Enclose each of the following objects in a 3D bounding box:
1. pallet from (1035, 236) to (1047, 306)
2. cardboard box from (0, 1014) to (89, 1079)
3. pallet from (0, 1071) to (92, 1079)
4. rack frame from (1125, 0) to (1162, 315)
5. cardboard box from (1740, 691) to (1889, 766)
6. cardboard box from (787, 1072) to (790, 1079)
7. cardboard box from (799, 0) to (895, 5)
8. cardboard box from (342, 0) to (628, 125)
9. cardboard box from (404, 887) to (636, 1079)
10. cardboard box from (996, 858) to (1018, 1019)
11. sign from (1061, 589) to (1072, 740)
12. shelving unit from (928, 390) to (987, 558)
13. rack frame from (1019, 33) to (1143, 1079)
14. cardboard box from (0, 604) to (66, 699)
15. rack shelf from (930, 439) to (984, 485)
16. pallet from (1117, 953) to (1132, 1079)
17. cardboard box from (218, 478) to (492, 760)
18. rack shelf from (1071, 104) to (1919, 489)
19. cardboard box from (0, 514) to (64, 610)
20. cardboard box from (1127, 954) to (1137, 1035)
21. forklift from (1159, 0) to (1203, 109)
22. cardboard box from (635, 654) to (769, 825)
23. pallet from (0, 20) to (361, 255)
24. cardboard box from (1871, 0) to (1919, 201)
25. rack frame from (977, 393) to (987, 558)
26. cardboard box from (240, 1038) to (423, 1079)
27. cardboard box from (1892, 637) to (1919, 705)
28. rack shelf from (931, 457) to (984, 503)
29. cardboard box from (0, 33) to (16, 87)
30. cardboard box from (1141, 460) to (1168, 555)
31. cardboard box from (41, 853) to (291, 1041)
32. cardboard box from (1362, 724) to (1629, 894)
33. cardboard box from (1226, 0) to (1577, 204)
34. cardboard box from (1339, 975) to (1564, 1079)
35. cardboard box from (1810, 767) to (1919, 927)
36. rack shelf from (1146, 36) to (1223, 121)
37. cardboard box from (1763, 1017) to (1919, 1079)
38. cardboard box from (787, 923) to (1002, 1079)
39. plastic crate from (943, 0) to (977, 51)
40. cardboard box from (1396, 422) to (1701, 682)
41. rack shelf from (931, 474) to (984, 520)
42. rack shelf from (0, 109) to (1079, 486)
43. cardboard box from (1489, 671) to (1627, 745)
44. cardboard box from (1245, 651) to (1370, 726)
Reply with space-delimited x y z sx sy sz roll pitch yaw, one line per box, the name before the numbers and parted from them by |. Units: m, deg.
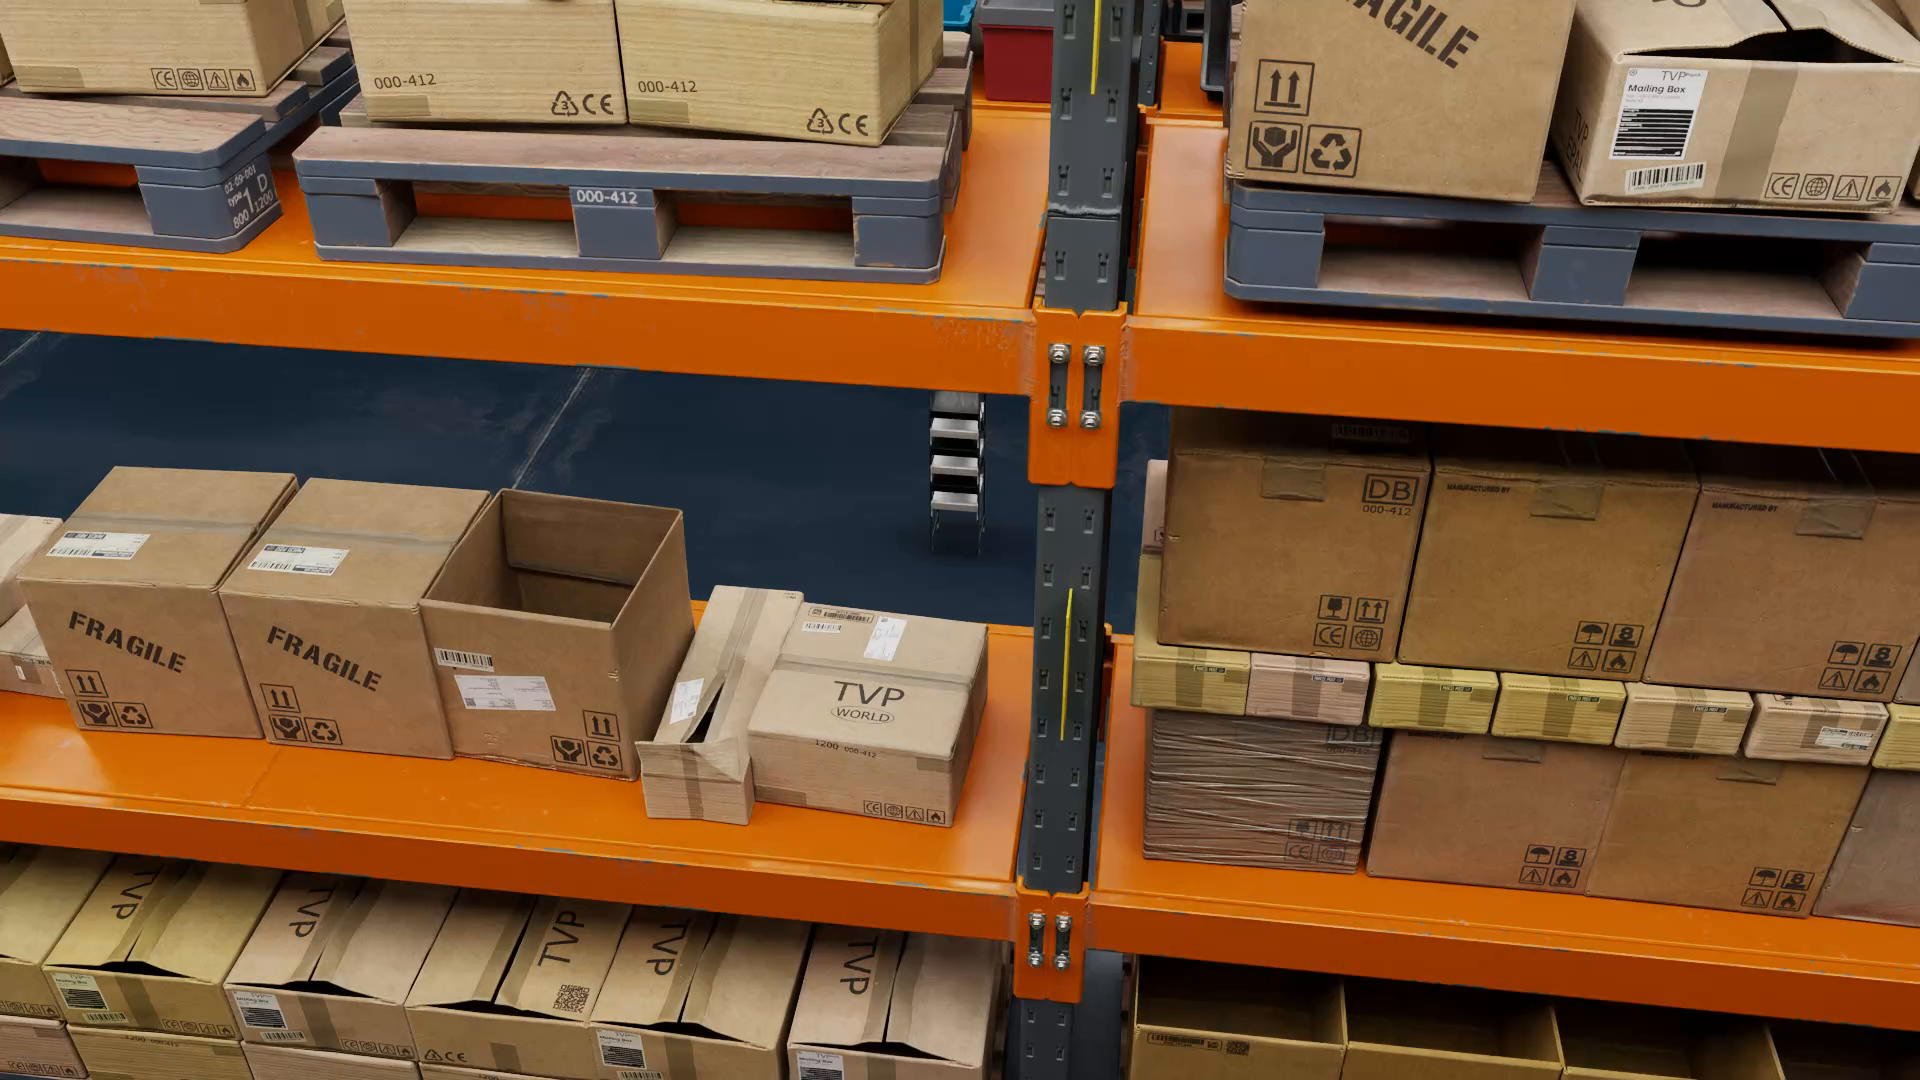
pallet | 0.127 -1.374 8.994 1.213 0.211 1.003 4 36 6
cardboard box | -2.711 1.277 4.883 0.500 0.250 0.500 3 36 5
pallet | -2.880 1.303 5.243 1.213 0.211 1.003 4 36 6
rack frame | 0.911 -2.473 8.133 0.127 3.000 1.000 4 36 6
cardboard box | 1.797 0.300 3.603 0.250 0.149 0.380 3 36 5
cardboard box | -0.674 1.427 4.674 0.500 0.250 0.500 4 36 5
cardboard box | -0.331 -1.324 3.063 0.500 0.500 0.500 5 36 7
cardboard box | -0.879 -1.041 3.311 0.500 0.250 0.500 1 36 1
cardboard box | -1.174 1.163 4.562 0.500 0.311 0.500 4 36 6
cardboard box | -0.092 1.156 5.053 0.500 0.250 0.500 3 36 5
sign | 0.217 0.255 3.382 0.005 0.325 0.100 4 36 6
shelving unit | -0.008 -0.367 6.989 0.210 0.900 0.258 4 36 6
rack frame | 0.276 0.380 4.135 0.127 3.000 1.000 4 36 6
cardboard box | -2.419 0.249 4.536 0.250 0.149 0.380 7 36 9
rack shelf | -0.008 -0.340 7.009 0.200 0.077 0.258 4 36 6
pallet | 1.059 1.598 4.829 1.213 0.211 1.003 4 36 6
cardboard box | -1.503 0.198 4.305 0.500 0.500 0.500 4 36 6
rack shelf | 2.260 -0.400 3.265 4.000 0.370 1.077 4 36 6
cardboard box | -2.764 0.094 4.752 0.250 0.149 0.380 4 36 6
cardboard box | 0.764 1.237 4.940 0.500 0.250 0.500 4 36 6
forklift | 1.608 -3.942 10.250 3.031 2.935 1.130 8 36 11
cardboard box | -0.619 0.476 4.117 0.258 0.266 0.396 3 36 5
pallet | -1.897 -0.980 3.621 1.213 0.211 1.003 6 36 8
cardboard box | 1.893 -0.916 2.798 0.637 0.503 0.797 8 36 11
rack frame | 0.093 -0.359 6.979 0.006 0.900 0.240 4 36 6
cardboard box | -1.686 1.351 4.781 0.500 0.250 0.500 5 36 7
cardboard box | 2.210 -0.048 3.532 0.500 0.500 0.700 4 36 6
rack shelf | -0.008 -0.267 7.061 0.200 0.077 0.258 4 36 6
cardboard box | -2.146 -1.168 3.490 0.500 0.250 0.500 4 36 5
cardboard box | 0.573 -0.028 4.062 0.250 0.149 0.380 4 36 6
cardboard box | -2.182 1.086 4.670 0.500 0.311 0.500 3 36 5
cardboard box | 1.241 0.404 4.015 0.500 0.500 0.700 4 36 5
cardboard box | 0.742 -0.920 2.807 0.500 0.500 0.500 7 36 10
cardboard box | 1.193 1.271 4.247 0.500 0.500 0.500 4 36 6
cardboard box | 2.246 0.481 3.908 0.500 0.500 0.700 5 36 7
rack shelf | 2.894 -2.033 8.135 4.000 0.370 1.077 4 36 6
cardboard box | 2.184 1.348 4.139 0.500 0.500 0.500 4 36 6
cardboard box | -0.162 1.236 4.459 0.500 0.311 0.500 4 36 6
plastic crate | -0.223 -2.369 8.001 0.575 0.384 0.392 4 36 6
cardboard box | 1.218 -0.122 3.637 0.500 0.500 0.700 4 36 6
rack shelf | -0.008 -0.193 7.113 0.200 0.077 0.258 4 36 6
rack shelf | -1.708 -0.696 3.680 4.000 0.370 1.077 4 36 6
cardboard box | 1.283 0.262 3.656 0.250 0.149 0.380 4 36 6
cardboard box | 0.767 0.226 3.707 0.250 0.149 0.380 5 36 7
